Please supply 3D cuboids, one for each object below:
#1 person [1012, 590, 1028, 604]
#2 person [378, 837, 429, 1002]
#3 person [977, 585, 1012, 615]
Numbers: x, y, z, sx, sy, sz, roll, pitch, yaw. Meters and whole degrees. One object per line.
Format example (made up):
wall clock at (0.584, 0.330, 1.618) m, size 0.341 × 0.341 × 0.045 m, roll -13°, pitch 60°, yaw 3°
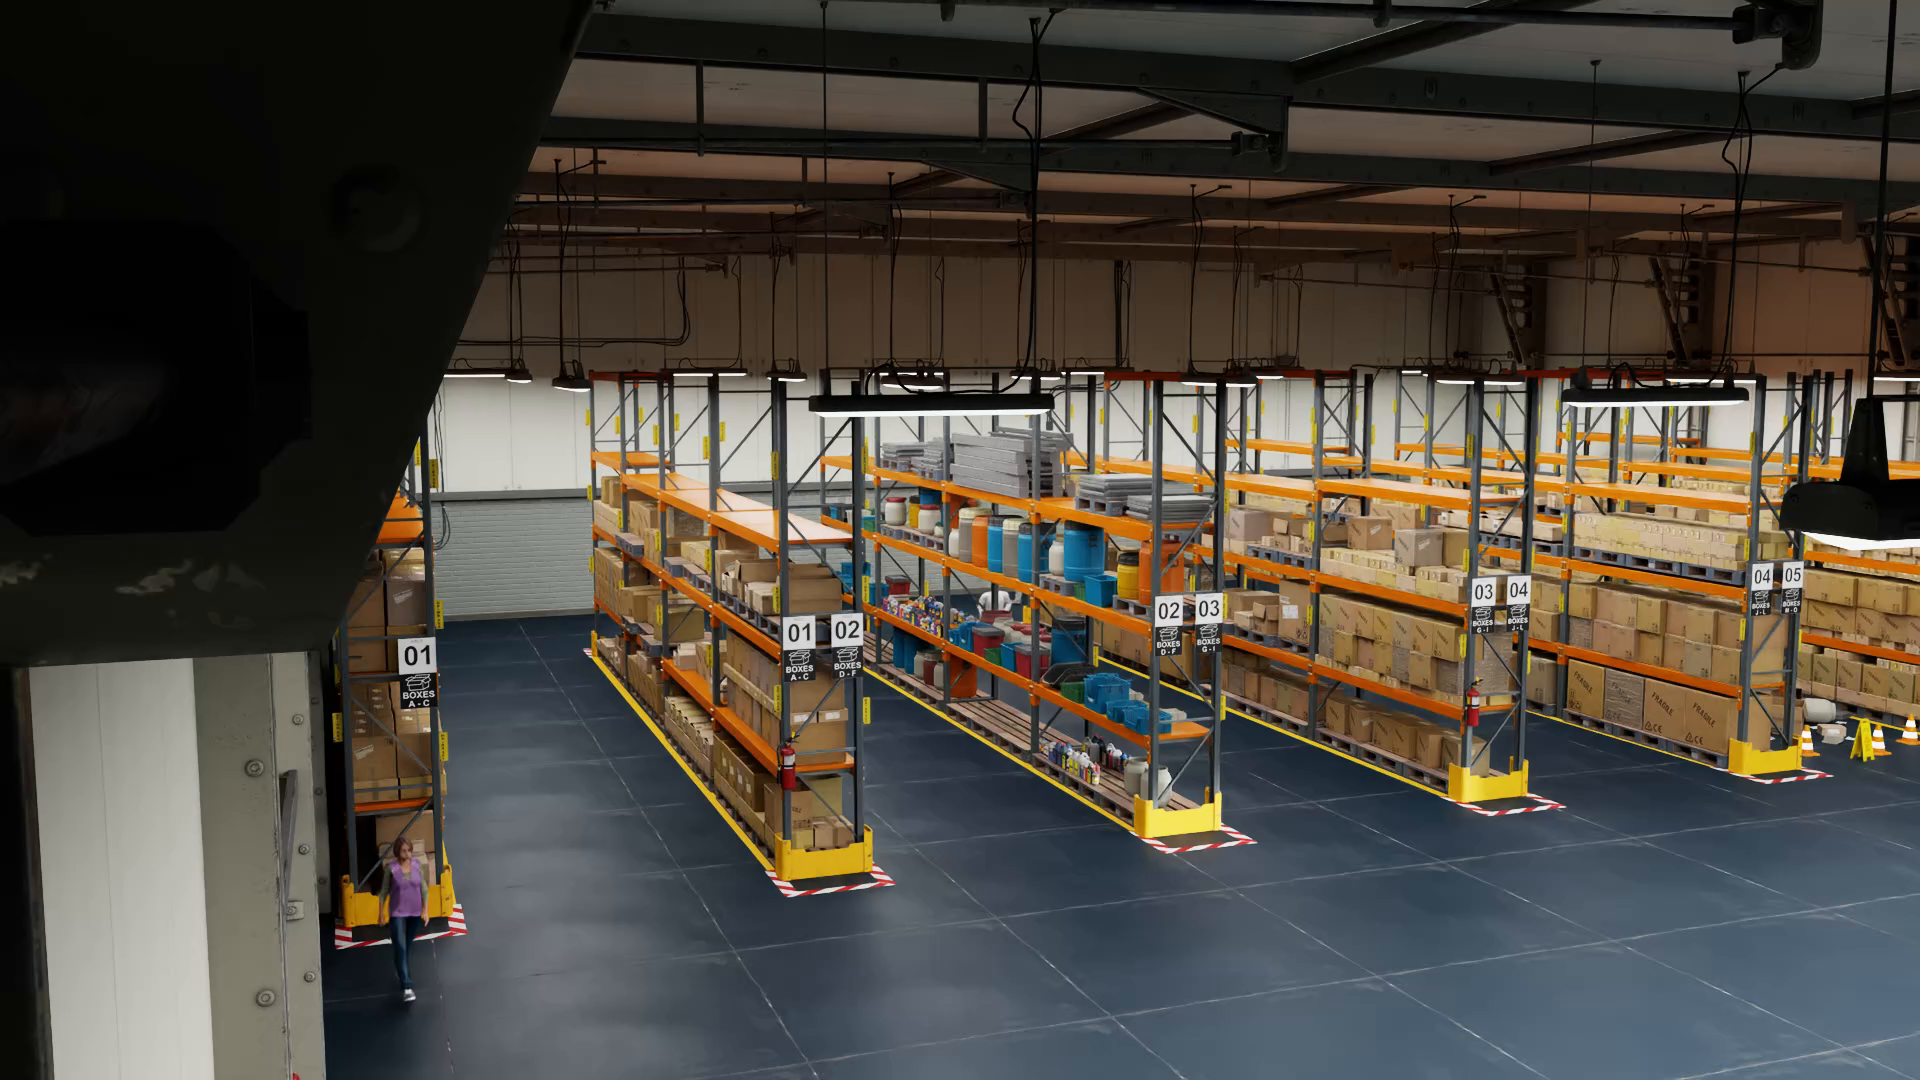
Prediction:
person at (1.560, 0.725, 42.300) m, size 0.705 × 1.747 × 0.553 m, roll -2°, pitch 7°, yaw -13°
person at (-5.483, 3.707, 16.467) m, size 0.452 × 1.543 × 0.970 m, roll -6°, pitch 9°, yaw -42°
person at (0.709, 1.662, 34.431) m, size 0.749 × 1.688 × 0.648 m, roll -1°, pitch 7°, yaw -12°
